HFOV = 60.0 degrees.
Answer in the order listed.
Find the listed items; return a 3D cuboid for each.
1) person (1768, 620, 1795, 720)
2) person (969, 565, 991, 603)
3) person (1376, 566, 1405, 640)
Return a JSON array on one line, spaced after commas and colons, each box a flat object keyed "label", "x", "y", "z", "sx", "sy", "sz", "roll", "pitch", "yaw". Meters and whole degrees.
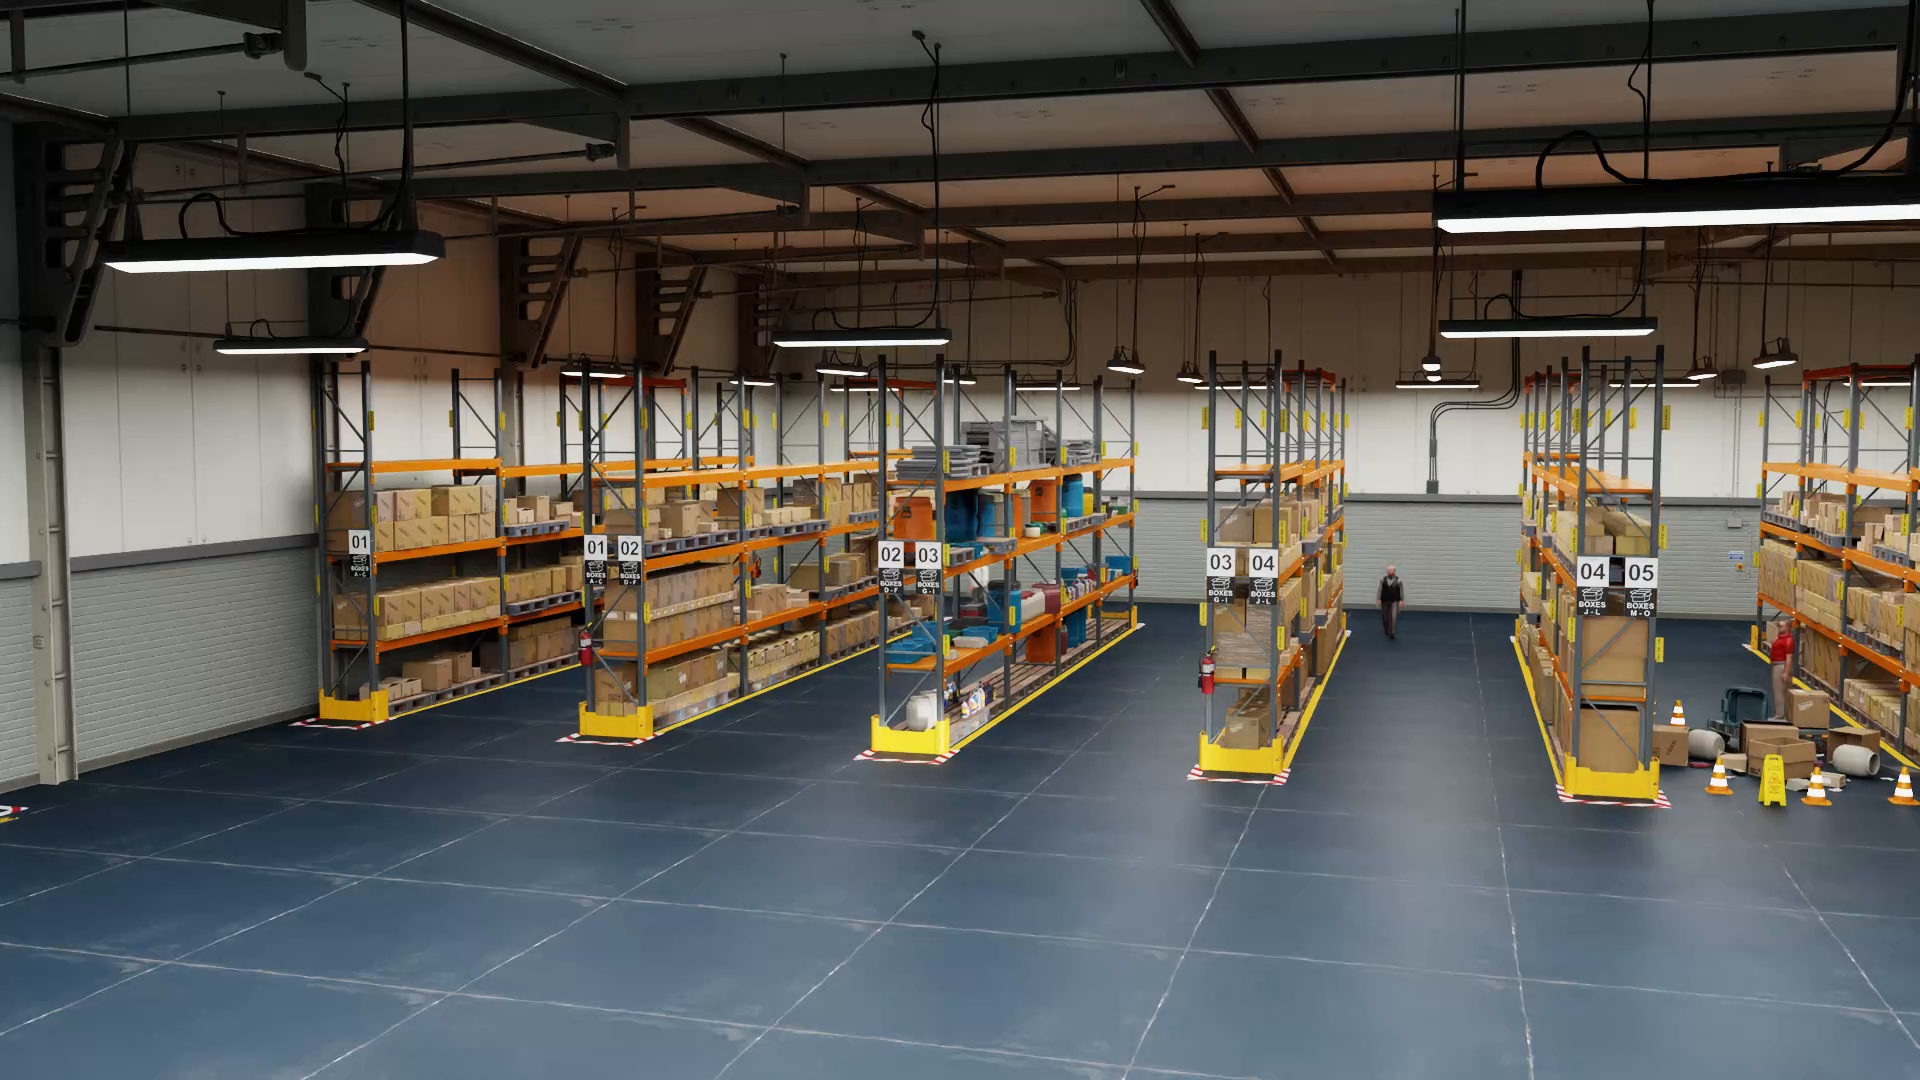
[{"label": "person", "x": 13.632, "y": 2.180, "z": 27.564, "sx": 0.445, "sy": 1.731, "sz": 0.572, "roll": 3, "pitch": 5, "yaw": 38}, {"label": "person", "x": 0.532, "y": 1.150, "z": 41.782, "sx": 0.626, "sy": 1.714, "sz": 1.071, "roll": -1, "pitch": 4, "yaw": -16}, {"label": "person", "x": 9.915, "y": 1.434, "z": 38.278, "sx": 0.613, "sy": 1.686, "sz": 1.012, "roll": 2, "pitch": 4, "yaw": 20}]
